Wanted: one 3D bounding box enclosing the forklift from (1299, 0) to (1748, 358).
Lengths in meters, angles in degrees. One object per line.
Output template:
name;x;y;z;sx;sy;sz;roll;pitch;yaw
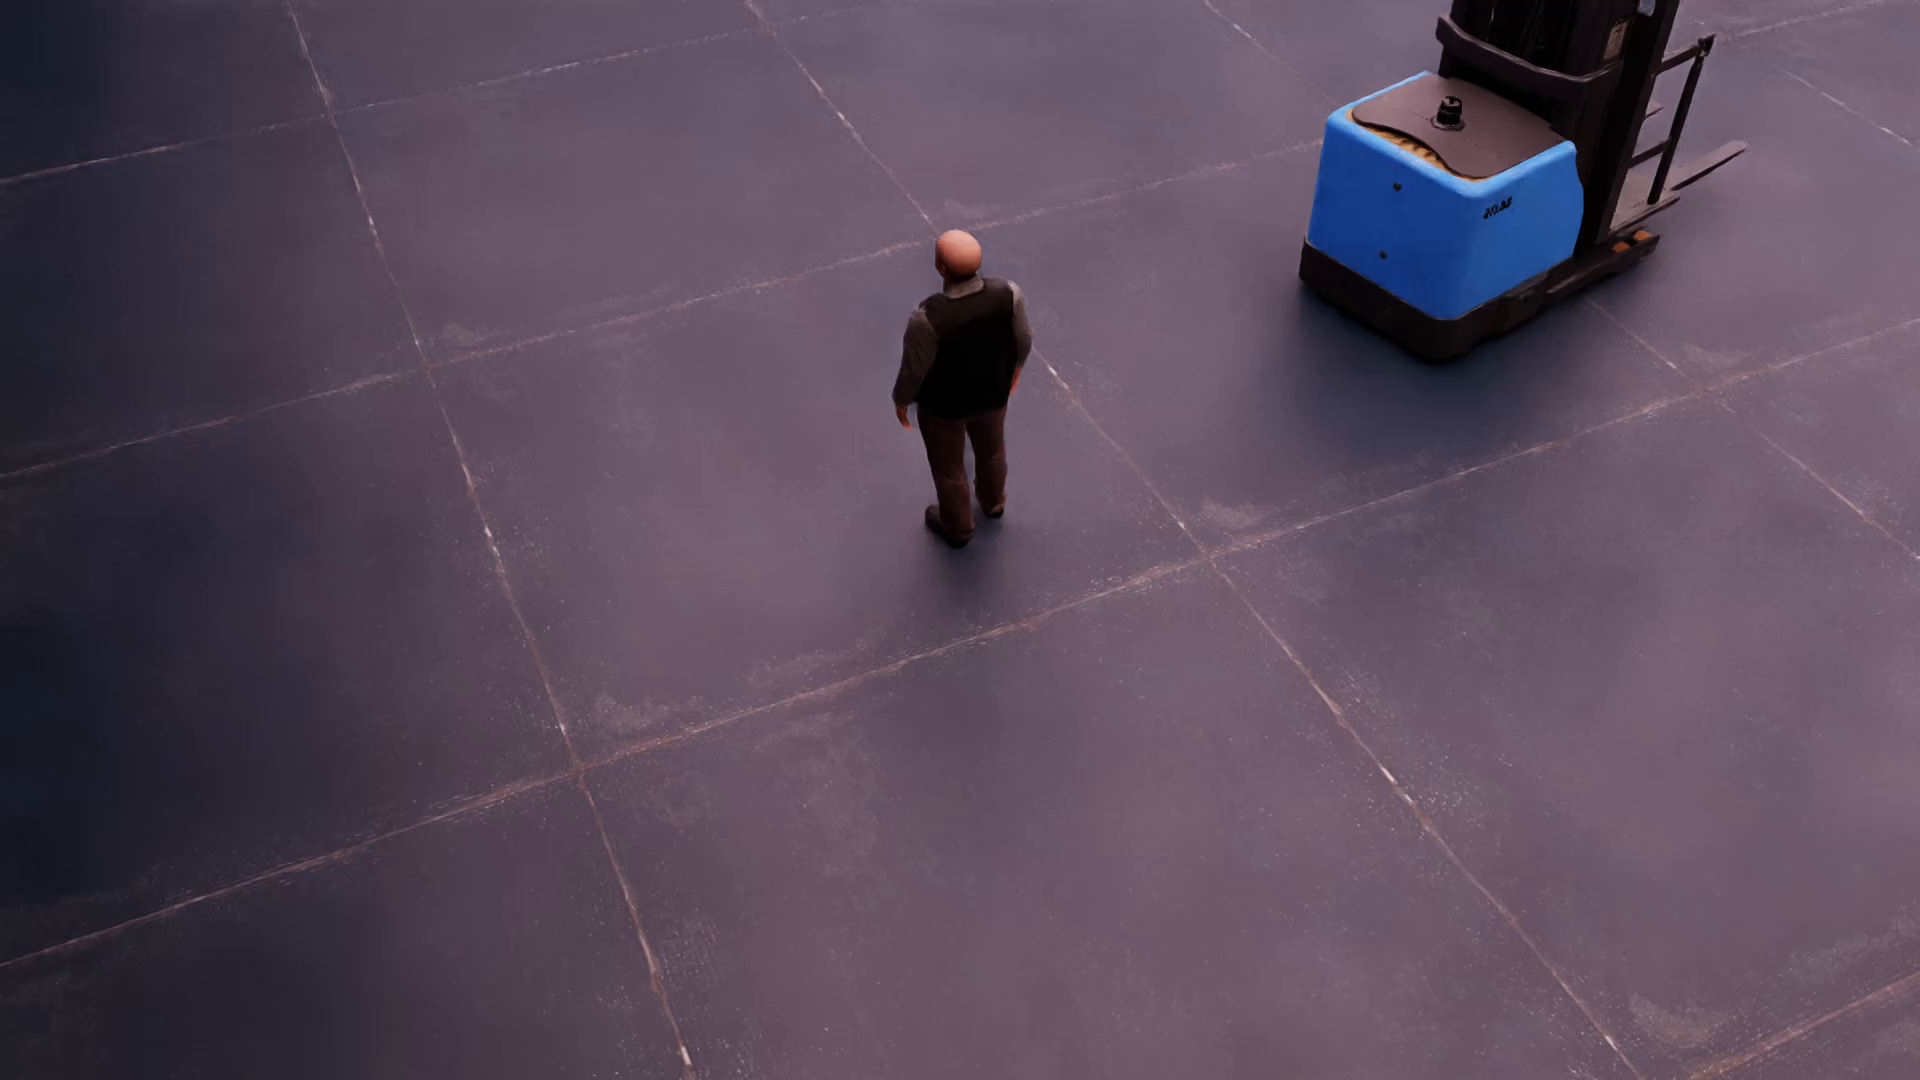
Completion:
forklift;3.374;-2.858;8.743;3.031;2.935;1.130;-28;50;-26

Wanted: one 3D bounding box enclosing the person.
person;-0.019;-0.675;7.280;0.632;1.720;0.567;-18;46;-18
